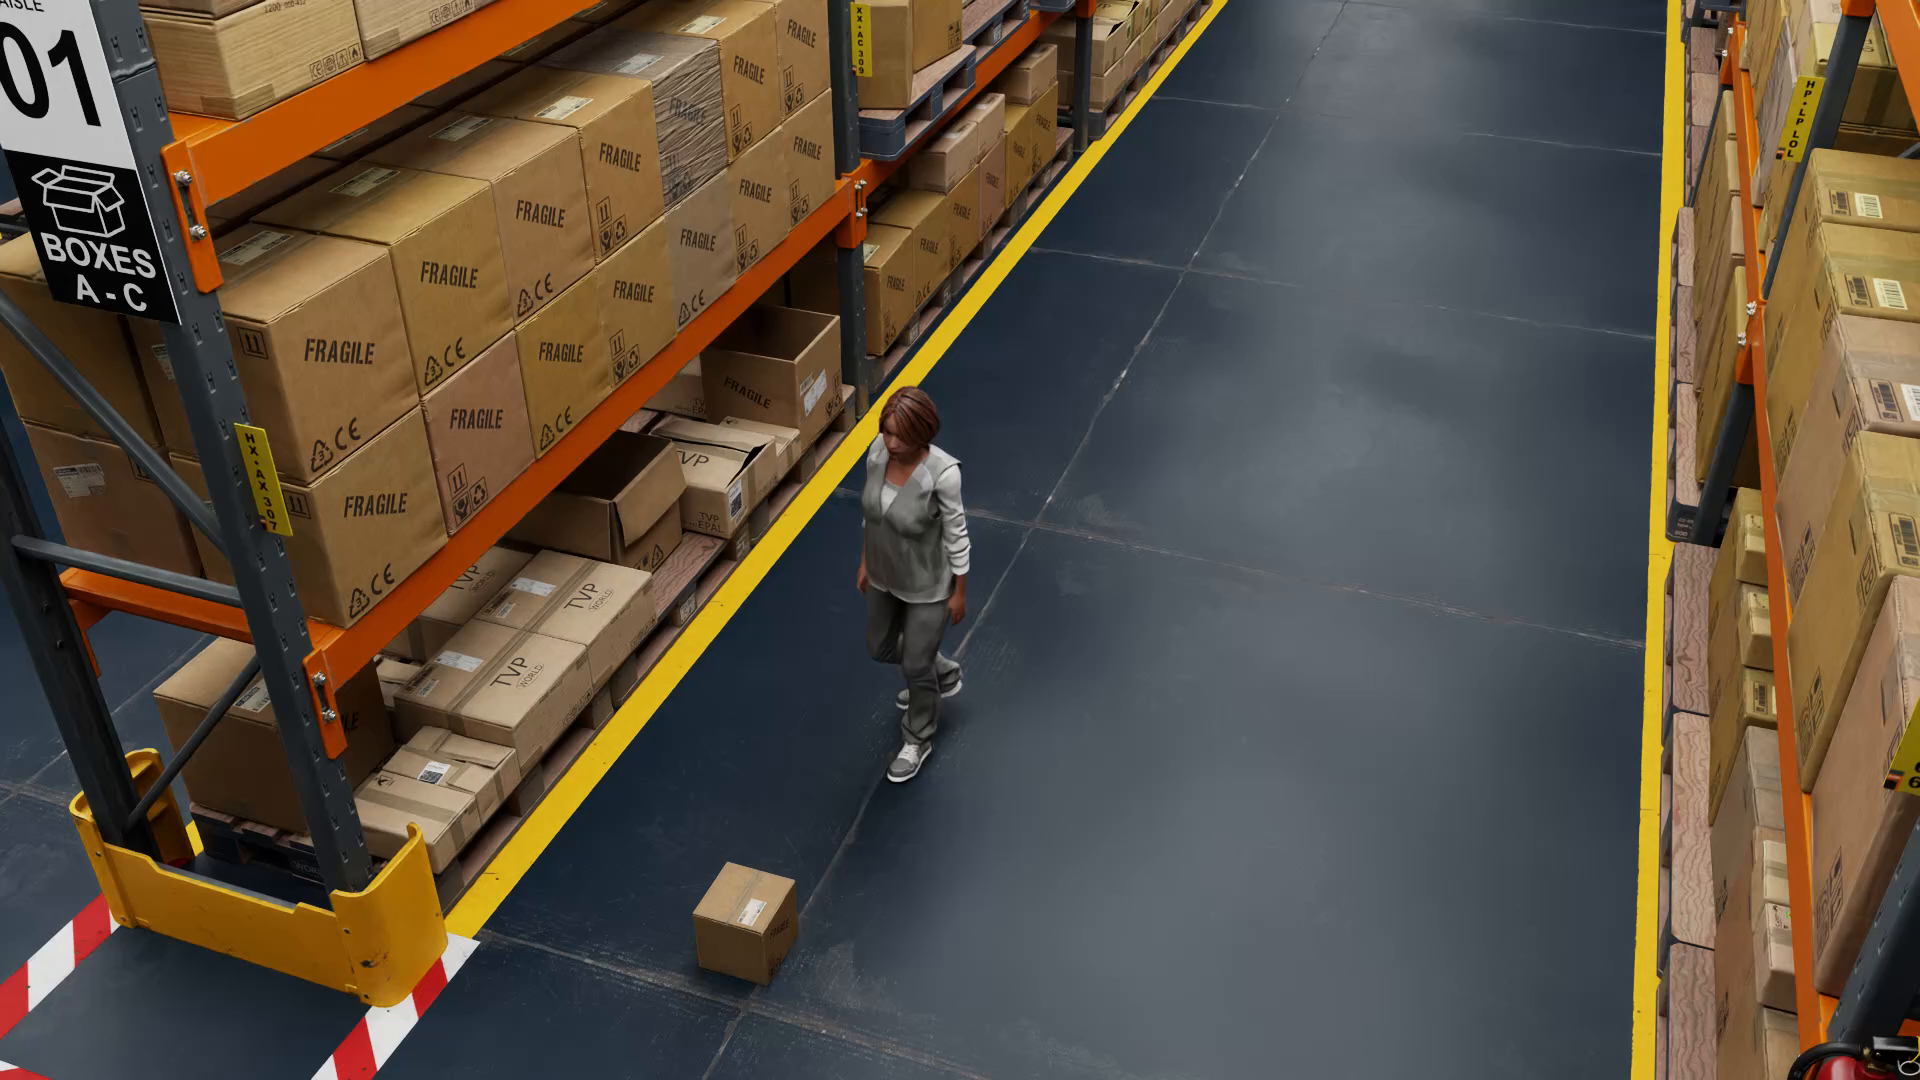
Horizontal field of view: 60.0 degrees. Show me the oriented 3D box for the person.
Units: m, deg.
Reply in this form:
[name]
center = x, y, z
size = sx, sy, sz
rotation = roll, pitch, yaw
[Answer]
[person]
center = -0.136, 0.126, 5.956
size = 0.437, 1.595, 0.512
rotation = 24, 41, 31
